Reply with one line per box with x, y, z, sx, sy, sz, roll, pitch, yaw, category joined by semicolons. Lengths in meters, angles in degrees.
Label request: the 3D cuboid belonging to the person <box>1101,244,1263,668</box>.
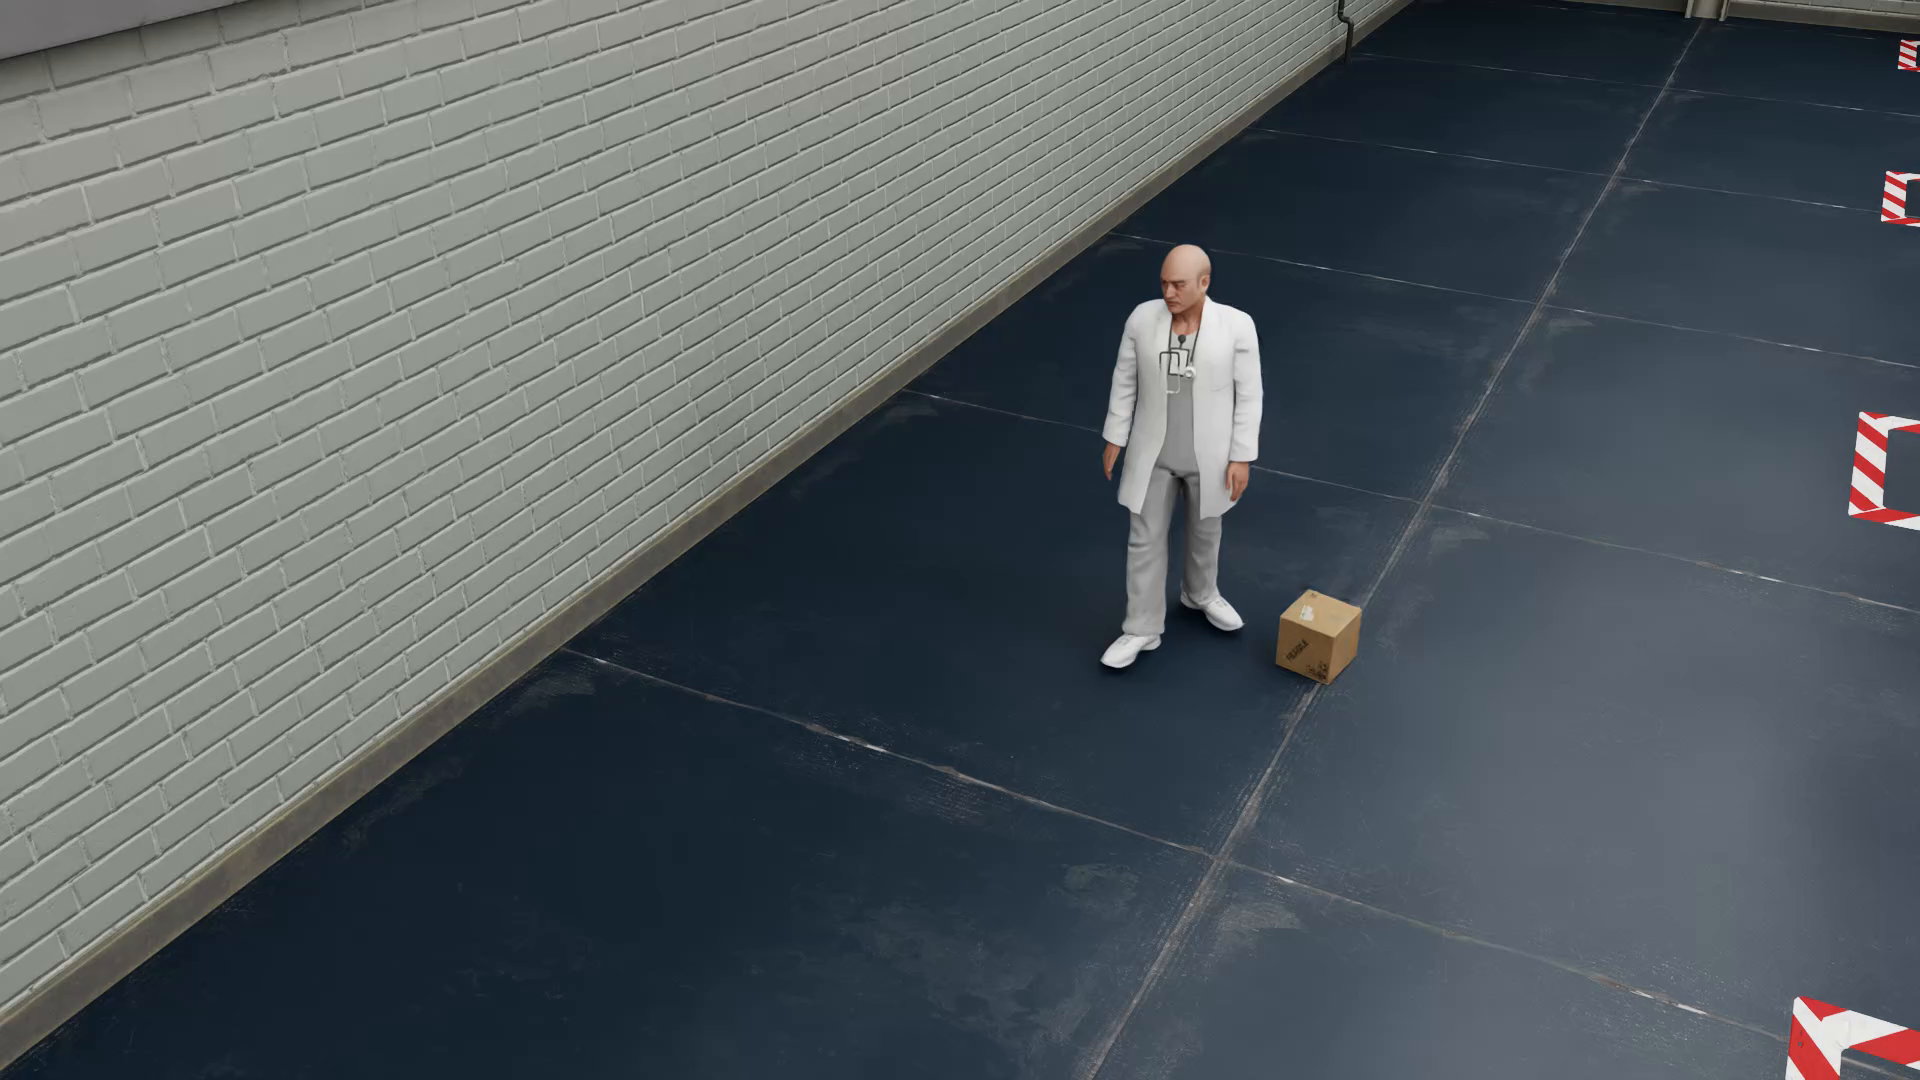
0.884;-0.346;6.748;0.645;1.778;0.688;8;31;13;person
